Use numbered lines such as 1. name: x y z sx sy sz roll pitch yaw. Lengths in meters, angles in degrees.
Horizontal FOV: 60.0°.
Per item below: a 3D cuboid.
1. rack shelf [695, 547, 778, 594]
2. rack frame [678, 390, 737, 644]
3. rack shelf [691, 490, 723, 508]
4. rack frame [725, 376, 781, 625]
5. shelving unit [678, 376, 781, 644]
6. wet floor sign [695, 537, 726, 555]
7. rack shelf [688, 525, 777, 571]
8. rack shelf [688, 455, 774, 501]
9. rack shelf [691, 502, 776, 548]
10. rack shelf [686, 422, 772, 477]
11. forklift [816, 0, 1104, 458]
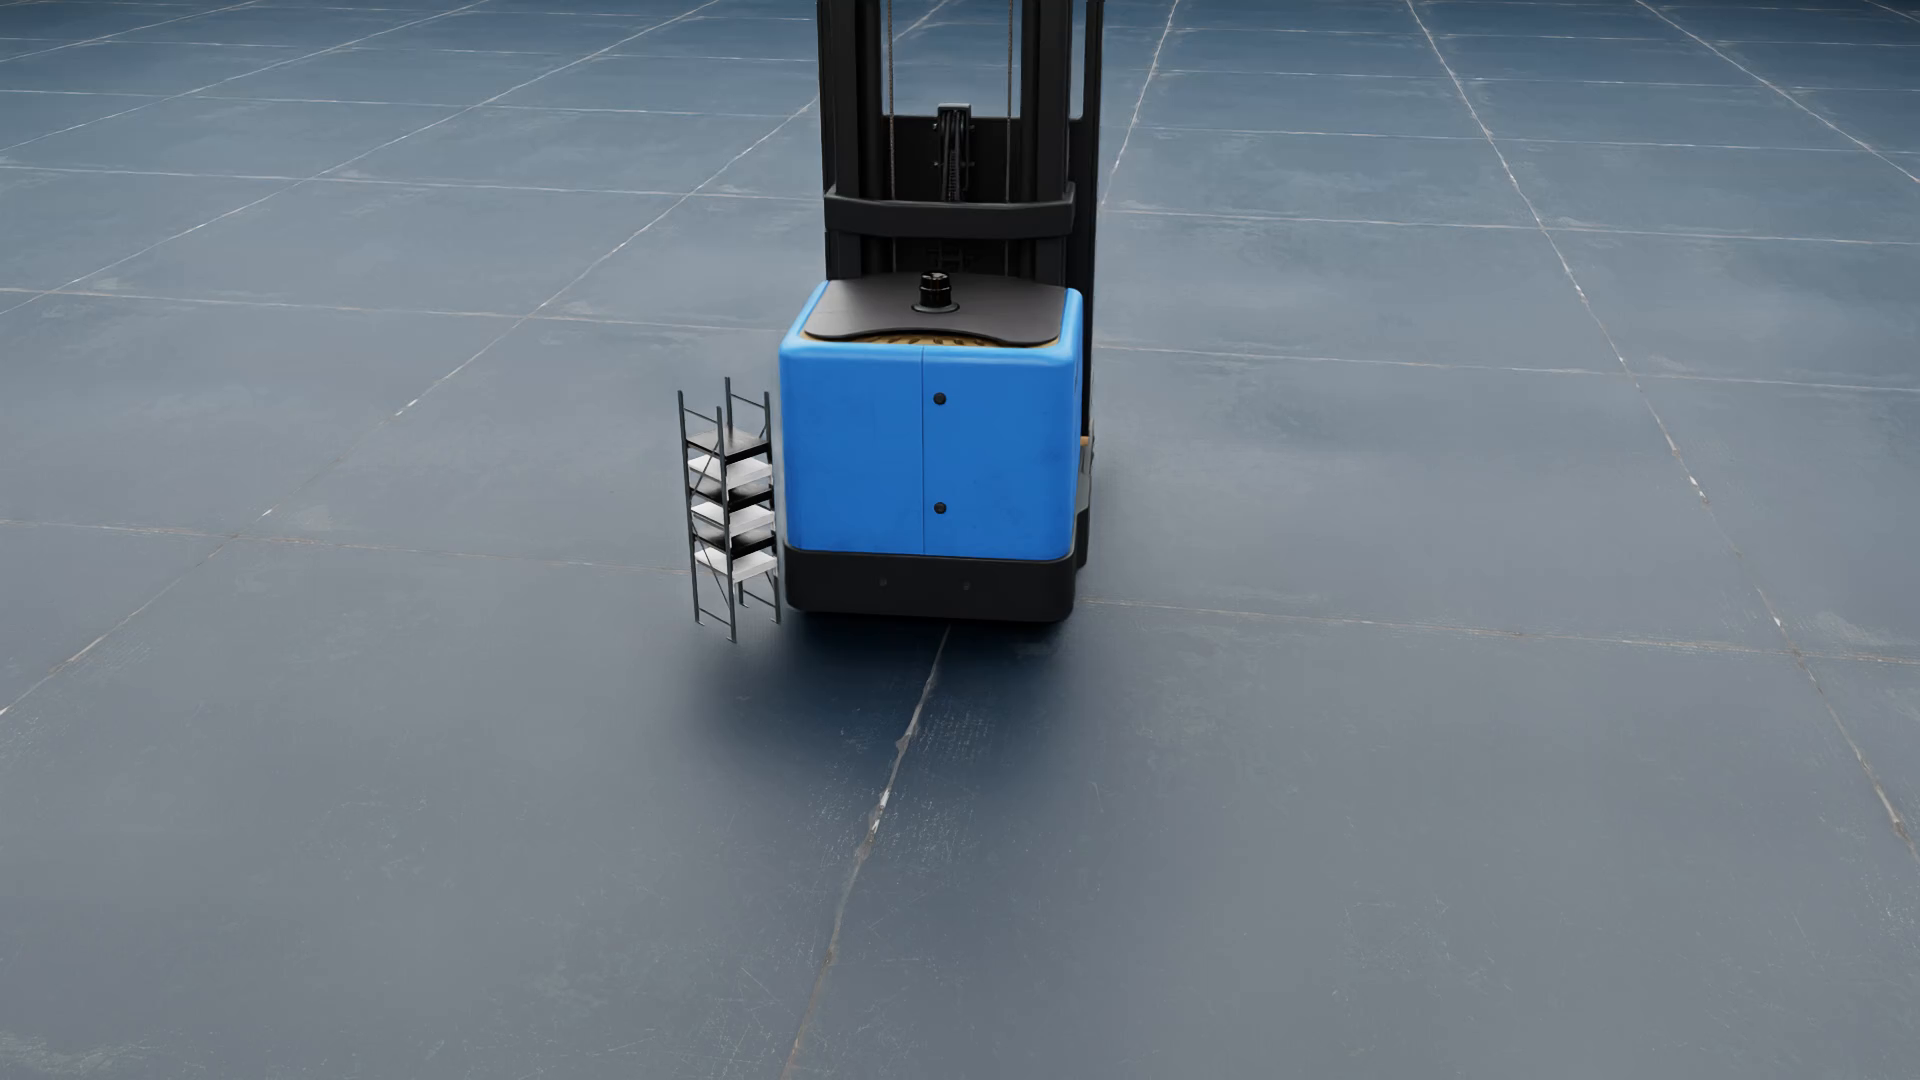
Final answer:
1. rack shelf: -0.815 0.089 6.001 0.200 0.077 0.258 -23 33 -40
2. rack frame: -0.887 -0.073 5.845 0.006 0.900 0.240 -23 33 -40
3. rack shelf: -0.815 -0.169 5.880 0.184 0.015 0.199 -23 33 -40
4. rack frame: -0.742 -0.134 5.975 0.006 0.900 0.240 -23 33 -40
5. shelving unit: -0.815 -0.104 5.910 0.210 0.900 0.258 -23 33 -40
6. wet floor sign: -6.442 0.631 4.640 8.611 0.644 8.304 13 28 26
7. rack shelf: -0.815 0.008 5.962 0.200 0.077 0.258 -23 33 -40
8. rack shelf: -0.815 -0.237 5.848 0.200 0.077 0.258 -23 33 -40
9. rack shelf: -0.815 -0.074 5.924 0.200 0.077 0.258 -23 33 -40
10. rack shelf: -0.815 -0.318 5.810 0.200 0.077 0.258 -23 33 -40
11. forklift: 0.033 -1.615 6.817 1.118 2.867 2.937 2 25 5
